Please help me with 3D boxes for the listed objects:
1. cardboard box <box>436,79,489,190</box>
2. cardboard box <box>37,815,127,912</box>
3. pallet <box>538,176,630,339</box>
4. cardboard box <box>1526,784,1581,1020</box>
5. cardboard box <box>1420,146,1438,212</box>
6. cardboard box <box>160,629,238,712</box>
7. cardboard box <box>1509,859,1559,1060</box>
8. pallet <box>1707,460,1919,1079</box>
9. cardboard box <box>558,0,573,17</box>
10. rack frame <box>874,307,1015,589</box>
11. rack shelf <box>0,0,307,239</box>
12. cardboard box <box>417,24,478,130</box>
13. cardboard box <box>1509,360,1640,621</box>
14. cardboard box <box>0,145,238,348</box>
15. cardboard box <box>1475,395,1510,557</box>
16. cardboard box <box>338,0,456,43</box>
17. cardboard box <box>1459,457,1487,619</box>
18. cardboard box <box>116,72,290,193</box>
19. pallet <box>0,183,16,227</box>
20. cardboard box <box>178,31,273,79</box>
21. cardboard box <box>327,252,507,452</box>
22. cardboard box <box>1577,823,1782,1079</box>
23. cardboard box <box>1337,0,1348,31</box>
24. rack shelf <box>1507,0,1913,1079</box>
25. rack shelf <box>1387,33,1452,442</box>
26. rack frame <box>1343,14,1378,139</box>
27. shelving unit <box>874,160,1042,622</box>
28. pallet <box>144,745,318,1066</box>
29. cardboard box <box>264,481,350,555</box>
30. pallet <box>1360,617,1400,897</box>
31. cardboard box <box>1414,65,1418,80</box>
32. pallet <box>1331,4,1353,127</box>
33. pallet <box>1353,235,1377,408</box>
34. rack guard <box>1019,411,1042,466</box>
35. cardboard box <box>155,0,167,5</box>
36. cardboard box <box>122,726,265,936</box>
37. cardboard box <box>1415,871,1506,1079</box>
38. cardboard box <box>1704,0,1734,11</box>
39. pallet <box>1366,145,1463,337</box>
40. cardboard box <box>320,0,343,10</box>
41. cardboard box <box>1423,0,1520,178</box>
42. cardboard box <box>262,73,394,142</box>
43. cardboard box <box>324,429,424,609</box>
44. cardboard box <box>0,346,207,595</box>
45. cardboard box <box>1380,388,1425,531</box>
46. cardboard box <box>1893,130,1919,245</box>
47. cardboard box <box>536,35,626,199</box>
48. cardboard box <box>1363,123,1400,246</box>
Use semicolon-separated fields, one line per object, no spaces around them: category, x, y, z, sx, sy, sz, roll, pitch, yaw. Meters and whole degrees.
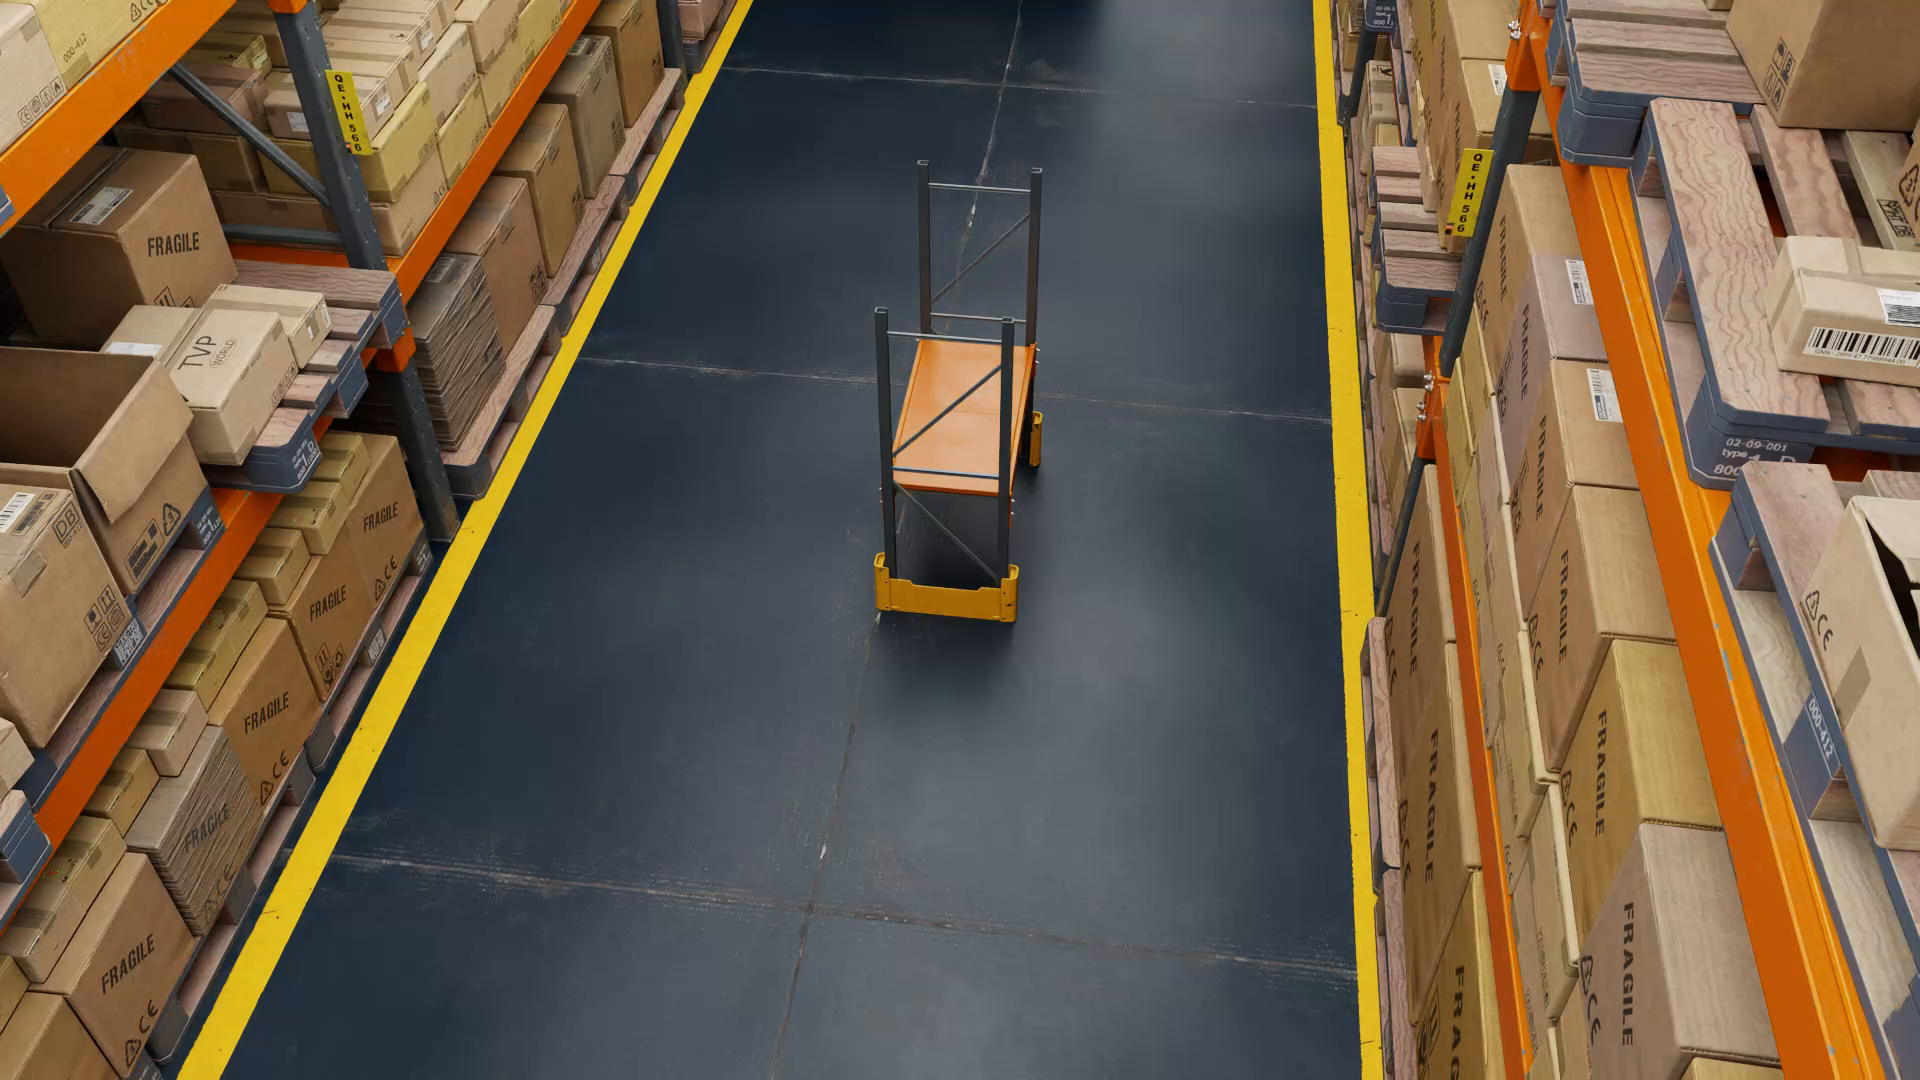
cardboard box;-2.326;-1.726;7.001;0.500;0.250;0.500;4;44;5
cardboard box;-2.806;0.972;5.083;0.380;0.149;0.250;7;44;7
pallet;-2.387;-1.532;8.715;1.003;0.211;1.213;5;44;6
cardboard box;1.632;0.872;3.893;0.500;0.250;0.500;6;44;7
cardboard box;1.985;-1.381;6.404;0.380;0.149;0.250;5;44;5
cardboard box;-2.709;0.431;5.654;0.380;0.149;0.250;5;44;5
cardboard box;1.657;1.053;4.065;0.500;0.250;0.500;4;44;4
pallet;1.765;0.367;2.638;0.805;0.209;1.217;4;44;4
cardboard box;-2.134;-2.784;8.118;0.500;0.250;0.500;5;44;6
rack frame;-0.056;-0.256;6.430;0.500;1.500;0.032;5;44;6
rack shelf;-2.963;-0.623;4.068;1.077;0.370;4.000;5;44;6
cardboard box;-2.330;-1.907;6.828;0.500;0.250;0.500;7;44;7
cardboard box;1.775;-0.105;4.379;0.500;0.500;0.500;6;44;7
cardboard box;-2.922;-1.011;5.757;0.500;0.500;0.500;7;44;7
cardboard box;1.841;-0.162;4.985;0.500;0.250;0.500;6;44;7
cardboard box;-2.300;-2.159;6.804;0.380;0.149;0.250;6;44;6
cardboard box;1.857;0.007;5.170;0.500;0.250;0.500;4;44;4
cardboard box;-2.915;-1.617;6.521;0.500;0.250;0.500;6;44;6
pallet;-2.938;-0.598;3.655;1.213;0.211;1.003;5;44;6
cardboard box;-2.932;-1.859;6.487;0.380;0.149;0.250;6;44;7
cardboard box;-2.603;-0.872;7.411;0.875;0.625;0.625;7;44;7
cardboard box;1.564;0.936;3.279;0.500;0.500;0.500;6;44;6
cardboard box;2.623;-3.381;10.333;0.500;0.250;0.500;4;44;4
rack shelf;1.958;-0.175;3.594;1.077;0.370;4.000;5;44;6
rack shelf;2.486;-1.812;7.505;1.077;0.370;4.000;5;44;6
rack frame;2.751;-3.436;8.697;1.000;3.000;0.127;5;44;6
shelving unit;0.010;-0.597;6.789;0.587;1.500;1.083;5;44;6
pallet;-2.999;1.189;5.841;1.003;0.211;1.213;5;44;6
cardboard box;-2.518;-0.090;6.204;0.380;0.149;0.250;3;44;3
pallet;2.043;0.833;6.216;1.003;0.211;1.213;5;44;6
cardboard box;2.158;-2.079;7.141;0.380;0.149;0.250;4;44;4
pallet;2.804;-2.884;10.142;1.003;0.211;1.213;5;44;6
pallet;2.490;-1.059;8.215;1.003;0.211;1.213;5;44;6
rack guard;0.076;-0.482;7.577;0.587;0.250;0.087;5;44;6
cardboard box;-2.526;-1.821;4.919;0.500;0.250;0.500;4;44;4
cardboard box;-2.735;0.957;5.570;0.500;0.500;0.500;4;44;4
cardboard box;1.807;1.589;4.630;0.875;0.875;0.875;6;44;7
cardboard box;2.322;-1.718;4.321;0.797;0.503;0.637;3;44;3
pallet;2.211;-1.135;6.407;1.213;0.211;1.003;5;44;6
cardboard box;-2.763;-2.374;7.031;0.380;0.149;0.250;5;44;5
cardboard box;2.064;-1.695;6.264;0.500;0.500;0.500;5;44;5
cardboard box;-2.365;-1.621;6.235;0.380;0.149;0.250;6;44;7
cardboard box;-2.542;-0.095;6.682;0.500;0.500;0.500;6;44;7
cardboard box;-2.731;-0.219;4.919;0.797;0.503;0.637;4;44;5
cardboard box;2.307;-0.292;6.983;0.950;0.372;0.625;3;43;3
cardboard box;2.276;-0.760;3.311;0.500;0.500;0.500;6;44;6
cardboard box;-2.338;-2.290;8.908;0.875;0.625;0.625;5;44;5
cardboard box;2.592;-1.786;8.560;0.950;0.372;0.625;8;44;8
